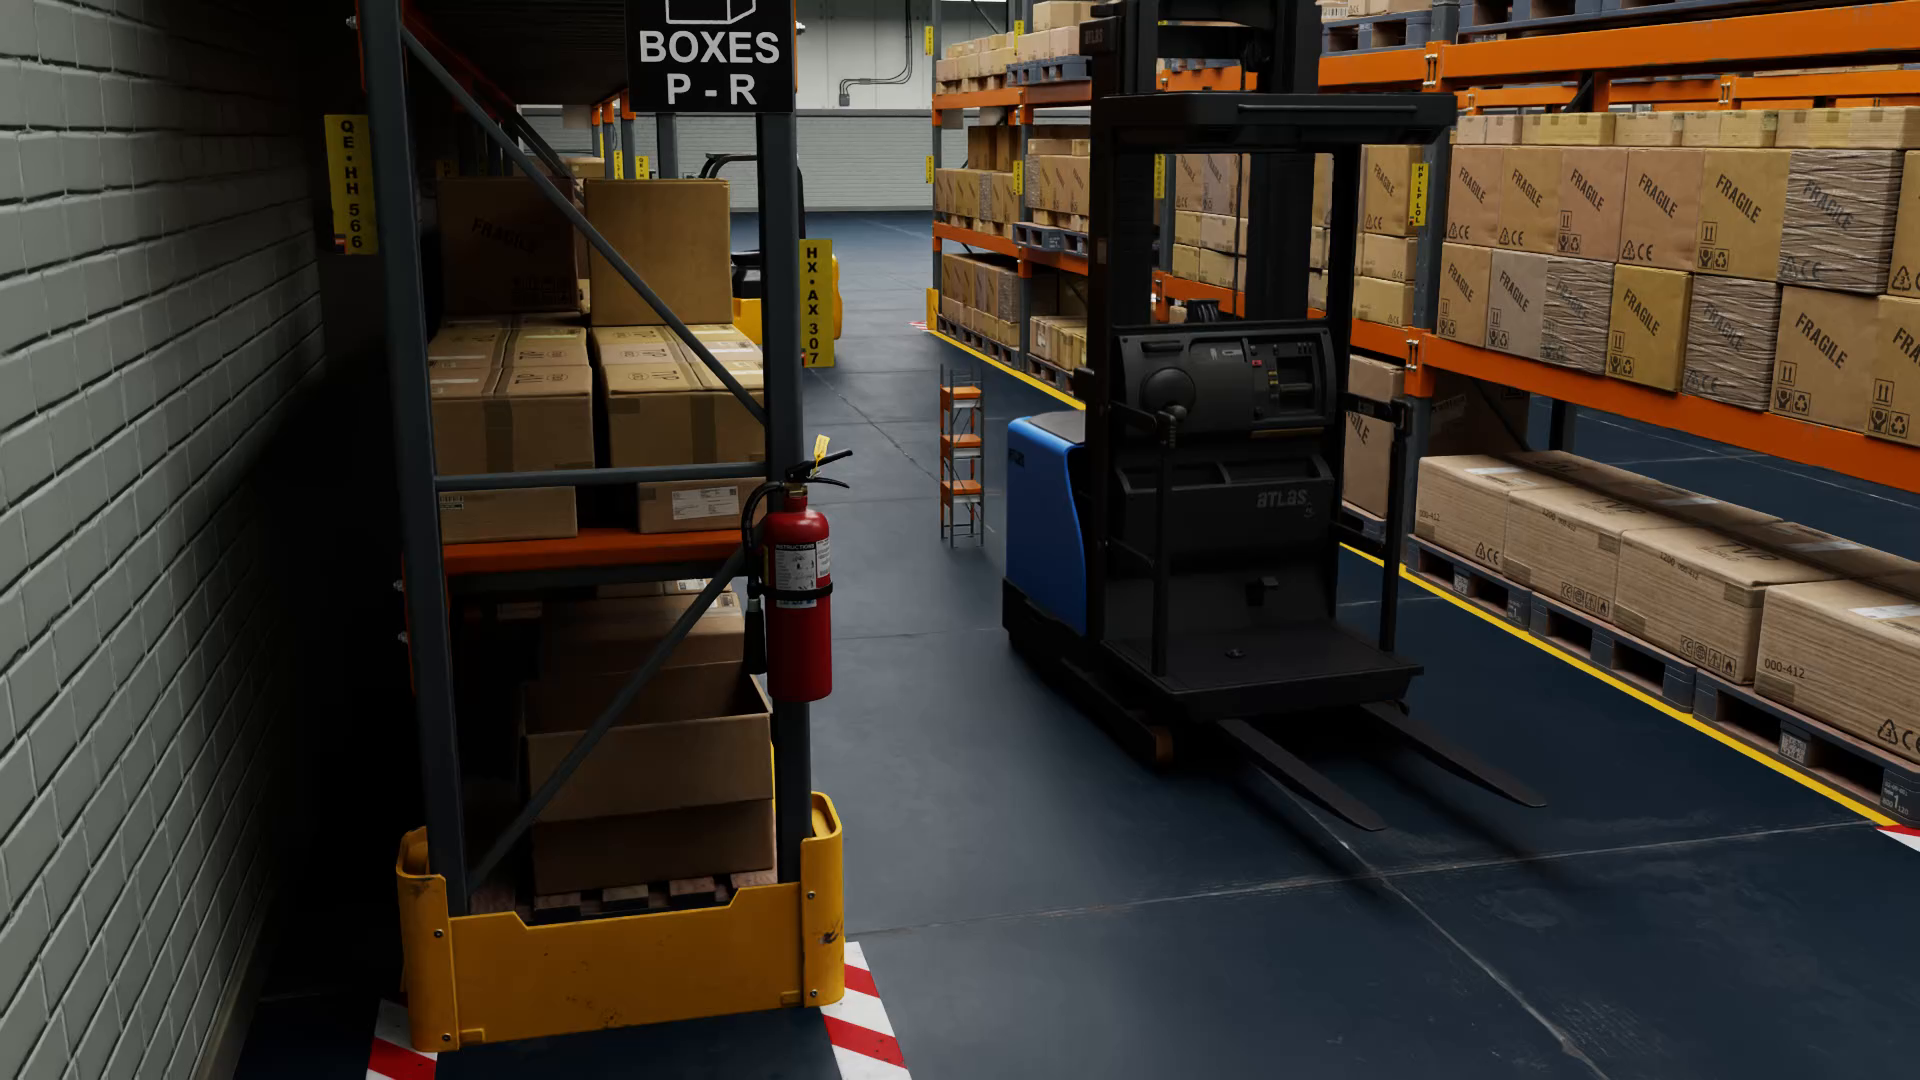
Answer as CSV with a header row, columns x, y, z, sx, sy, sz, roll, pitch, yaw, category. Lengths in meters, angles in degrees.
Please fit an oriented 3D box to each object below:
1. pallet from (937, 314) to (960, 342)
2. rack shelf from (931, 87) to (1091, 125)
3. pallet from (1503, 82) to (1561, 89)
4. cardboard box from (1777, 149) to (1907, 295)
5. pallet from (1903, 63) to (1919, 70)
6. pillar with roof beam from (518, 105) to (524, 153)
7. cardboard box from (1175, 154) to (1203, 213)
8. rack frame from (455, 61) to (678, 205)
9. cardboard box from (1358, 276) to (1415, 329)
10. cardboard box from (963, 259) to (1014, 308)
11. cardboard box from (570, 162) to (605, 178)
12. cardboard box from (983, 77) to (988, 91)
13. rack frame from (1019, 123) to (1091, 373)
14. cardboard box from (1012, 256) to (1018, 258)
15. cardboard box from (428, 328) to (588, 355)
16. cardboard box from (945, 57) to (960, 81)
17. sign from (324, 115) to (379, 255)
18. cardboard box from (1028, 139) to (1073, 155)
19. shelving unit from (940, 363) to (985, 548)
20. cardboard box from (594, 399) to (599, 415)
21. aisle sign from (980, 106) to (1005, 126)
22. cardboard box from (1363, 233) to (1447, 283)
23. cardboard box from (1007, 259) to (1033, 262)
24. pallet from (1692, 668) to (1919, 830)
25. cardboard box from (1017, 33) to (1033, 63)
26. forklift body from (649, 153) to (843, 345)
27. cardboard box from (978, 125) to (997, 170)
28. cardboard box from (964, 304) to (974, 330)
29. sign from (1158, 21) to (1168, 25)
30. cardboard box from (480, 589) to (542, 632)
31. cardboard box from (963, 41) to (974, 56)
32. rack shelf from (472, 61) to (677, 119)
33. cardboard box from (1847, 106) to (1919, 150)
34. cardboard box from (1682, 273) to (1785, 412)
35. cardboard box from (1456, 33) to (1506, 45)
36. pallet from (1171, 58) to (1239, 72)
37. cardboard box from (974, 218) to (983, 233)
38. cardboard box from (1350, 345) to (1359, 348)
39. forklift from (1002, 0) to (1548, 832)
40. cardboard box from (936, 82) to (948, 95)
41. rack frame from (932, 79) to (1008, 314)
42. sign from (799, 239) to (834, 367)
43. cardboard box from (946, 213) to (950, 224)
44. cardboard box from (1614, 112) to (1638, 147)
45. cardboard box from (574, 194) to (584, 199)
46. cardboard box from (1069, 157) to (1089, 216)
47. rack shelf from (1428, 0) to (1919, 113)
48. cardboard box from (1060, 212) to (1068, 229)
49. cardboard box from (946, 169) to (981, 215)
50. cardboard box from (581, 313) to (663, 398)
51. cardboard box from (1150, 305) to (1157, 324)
x,y,z,sx,sy,sz,roll,pitch,yaw,category
0.338,-2.562,19.970,1.003,0.211,1.213,-3,14,-13,pallet
0.633,-4.770,18.327,1.077,0.370,4.000,-3,14,-13,rack shelf
6.154,-4.656,16.746,0.805,0.209,1.217,-4,14,-15,pallet
3.426,-1.184,6.135,0.500,0.500,0.500,-3,14,-13,cardboard box
7.482,-3.408,11.632,1.213,0.211,1.003,-3,14,-13,pallet
-8.234,-13.710,47.085,9.100,9.000,0.548,-3,14,-13,pillar with roof beam
1.921,-2.685,12.280,0.500,0.500,0.500,-4,14,-15,cardboard box
-1.842,-1.078,8.019,1.000,3.000,0.127,-3,14,-13,rack frame
2.632,-1.372,9.539,0.500,0.250,0.500,-4,14,-15,cardboard box
0.327,-2.913,18.858,0.500,0.500,0.500,-3,14,-12,cardboard box
-3.507,-3.522,15.818,0.380,0.149,0.250,-3,14,-12,cardboard box
0.462,-4.954,18.093,0.380,0.149,0.250,-3,14,-14,cardboard box
1.103,-3.201,16.709,1.000,3.000,0.127,-3,14,-13,rack frame
0.813,-3.362,19.330,0.380,0.149,0.250,-3,14,-12,cardboard box
-1.500,-0.552,5.554,0.500,0.250,0.500,-3,14,-11,cardboard box
0.132,-5.405,19.099,0.500,0.250,0.500,-3,14,-14,cardboard box
-1.447,-0.845,3.959,0.100,0.325,0.005,-3,14,-13,sign
0.870,-3.785,16.010,0.380,0.149,0.250,-3,14,-13,cardboard box
0.013,-0.498,9.752,0.215,1.050,0.252,-3,14,-13,shelving unit
-1.280,-0.594,6.567,0.380,0.149,0.250,-3,14,-12,cardboard box
0.431,-5.417,20.302,0.394,0.787,0.004,-3,14,-13,aisle sign
2.642,-1.614,9.474,0.500,0.250,0.500,-3,14,-13,cardboard box
0.843,-2.949,19.006,0.500,0.500,0.500,-4,14,-15,cardboard box
3.658,0.742,6.446,1.003,0.211,1.213,-3,14,-13,pallet
0.851,-4.632,15.678,0.500,0.250,0.500,-4,14,-15,cardboard box
-2.442,-3.098,18.077,2.313,2.155,1.214,-3,14,-13,forklift body
0.607,-4.580,19.408,0.700,0.500,0.500,-3,14,-13,cardboard box
0.337,-2.547,18.942,0.500,0.250,0.500,-2,14,-9,cardboard box
1.515,-3.957,12.393,0.100,0.325,0.005,-3,14,-13,sign
-1.917,0.190,7.611,0.500,0.311,0.500,-3,14,-11,cardboard box
0.242,-5.456,18.467,0.380,0.149,0.250,-3,14,-12,cardboard box
-2.312,-2.647,9.637,1.077,0.370,4.000,-3,14,-13,rack shelf
3.417,-1.466,5.922,0.380,0.149,0.250,-3,14,-14,cardboard box
3.317,-0.813,6.722,0.500,0.500,0.500,-3,14,-12,cardboard box
5.526,-5.381,17.905,0.500,0.250,0.500,-3,14,-14,cardboard box
2.245,-3.498,12.003,1.213,0.211,1.003,-3,14,-11,pallet
0.363,-3.488,18.415,0.380,0.149,0.250,-3,14,-13,cardboard box
2.539,-0.874,10.776,0.875,0.875,0.875,-3,14,-12,cardboard box
1.142,-0.658,6.445,1.130,2.935,3.031,-4,14,-17,forklift
-0.074,-5.364,19.773,0.380,0.149,0.250,-3,14,-13,cardboard box
0.164,-4.124,20.486,1.000,3.000,0.127,-3,14,-13,rack frame
-0.375,-0.606,4.263,0.100,0.325,0.005,-3,14,-13,sign
0.042,-3.912,20.148,0.380,0.149,0.250,-3,14,-13,cardboard box
3.153,-1.826,7.396,0.380,0.149,0.250,-3,14,-13,cardboard box
-2.044,-1.755,9.695,0.700,0.500,0.500,-3,14,-13,cardboard box
1.287,-3.126,14.679,0.500,0.500,0.500,-4,14,-15,cardboard box
3.452,-2.002,6.996,1.077,0.370,4.000,-3,14,-13,rack shelf
1.137,-2.957,15.355,0.380,0.149,0.250,-3,14,-12,cardboard box
0.130,-4.073,19.440,0.500,0.500,0.500,-3,14,-11,cardboard box
-1.129,-0.696,6.146,0.500,0.250,0.500,-4,14,-15,cardboard box
2.174,-2.311,18.328,0.500,0.500,0.500,7,15,26,cardboard box
